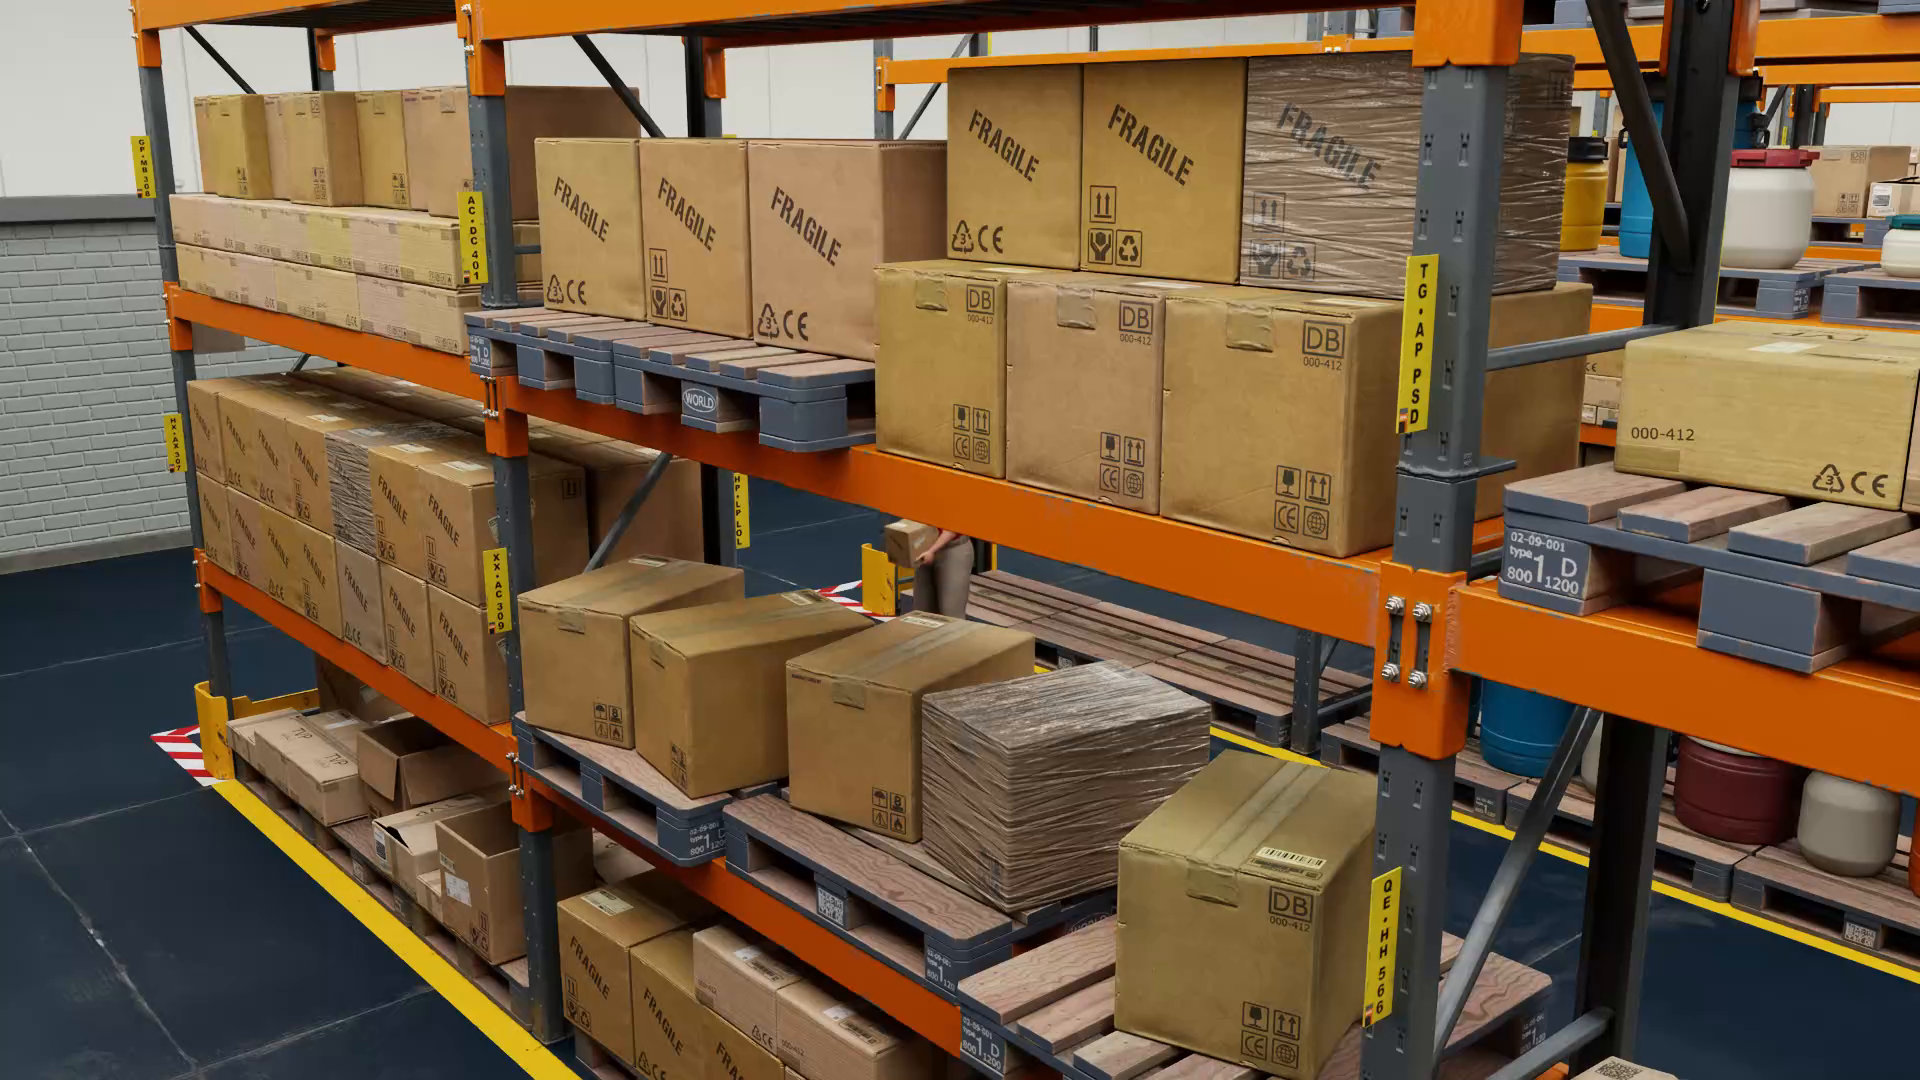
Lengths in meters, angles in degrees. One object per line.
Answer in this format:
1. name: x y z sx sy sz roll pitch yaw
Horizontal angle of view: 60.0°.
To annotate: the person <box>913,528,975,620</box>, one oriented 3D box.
1. person: -0.169 0.137 10.997 0.535 1.719 0.504 -12 18 -40
